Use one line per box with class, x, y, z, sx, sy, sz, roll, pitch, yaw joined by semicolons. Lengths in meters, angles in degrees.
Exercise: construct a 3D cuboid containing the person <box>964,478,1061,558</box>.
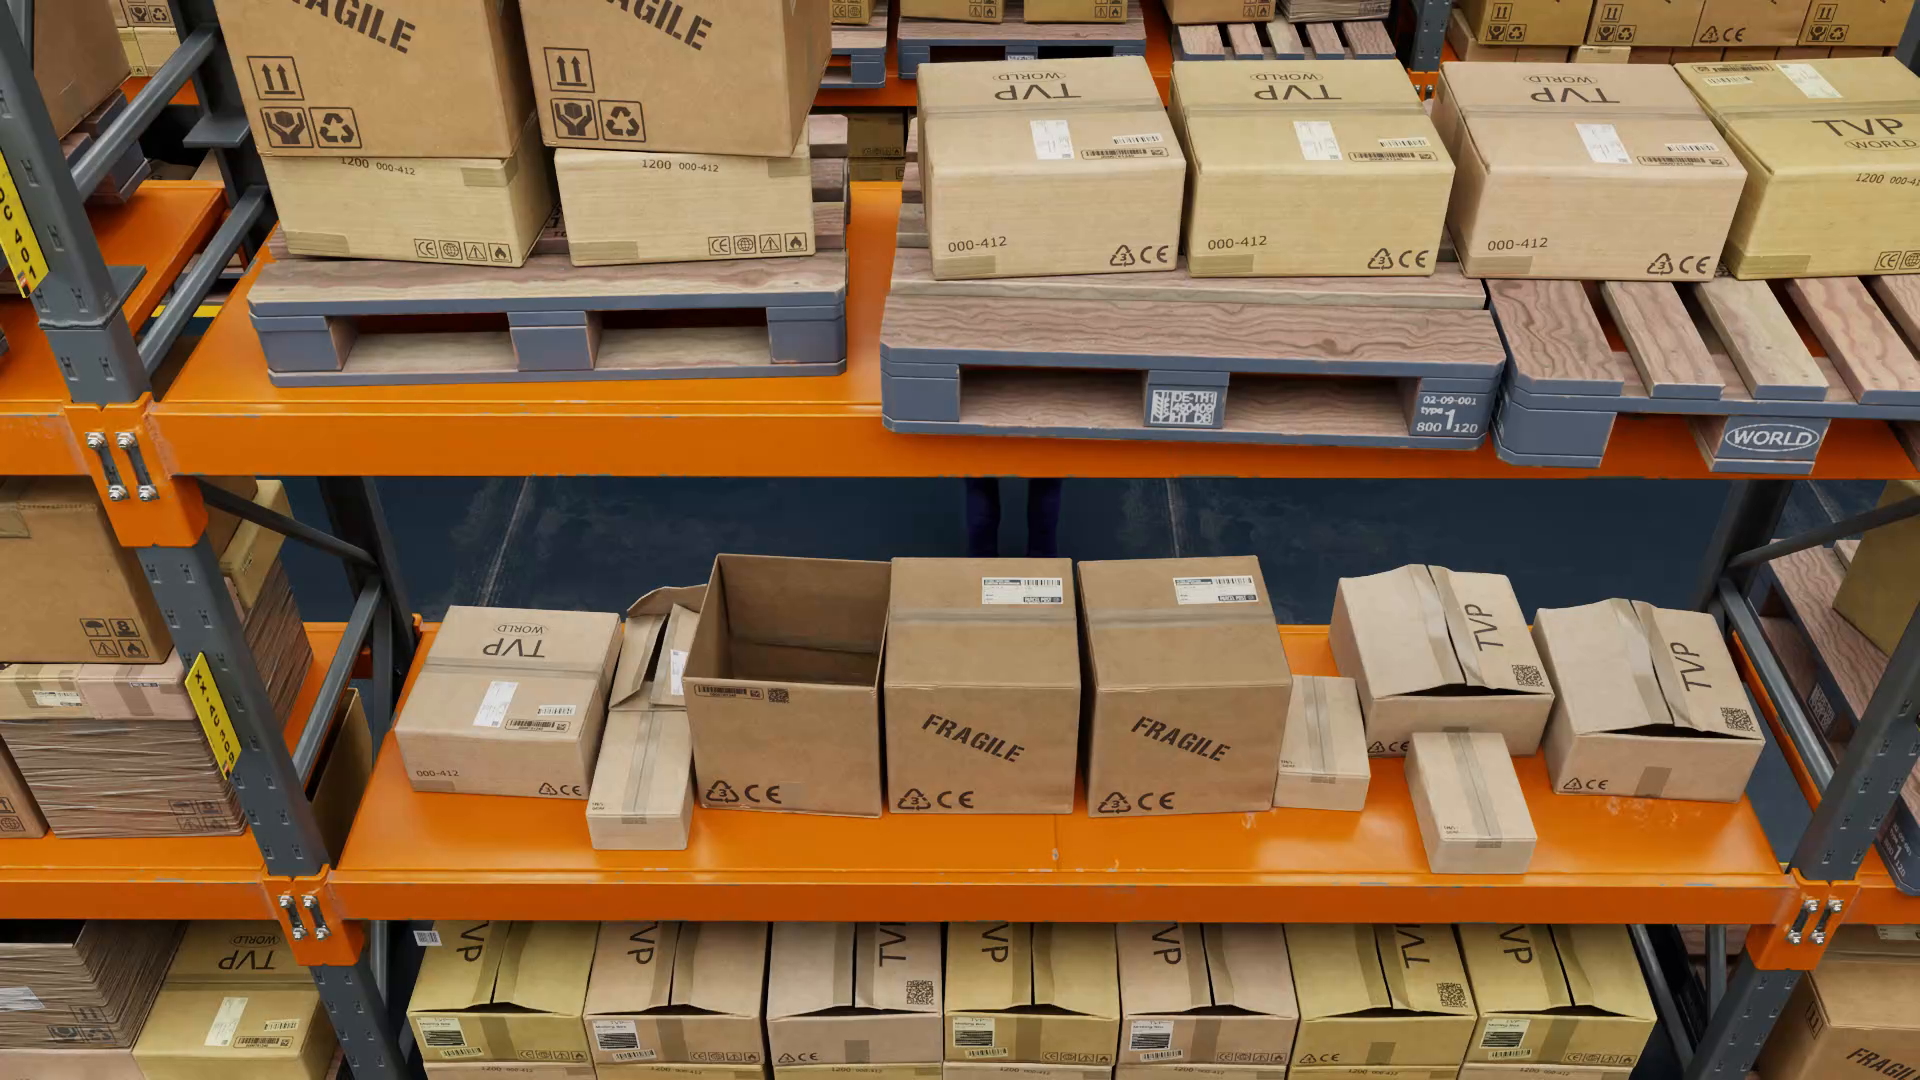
person;0.217;-0.533;6.825;0.435;1.634;0.531;-1;40;-1
